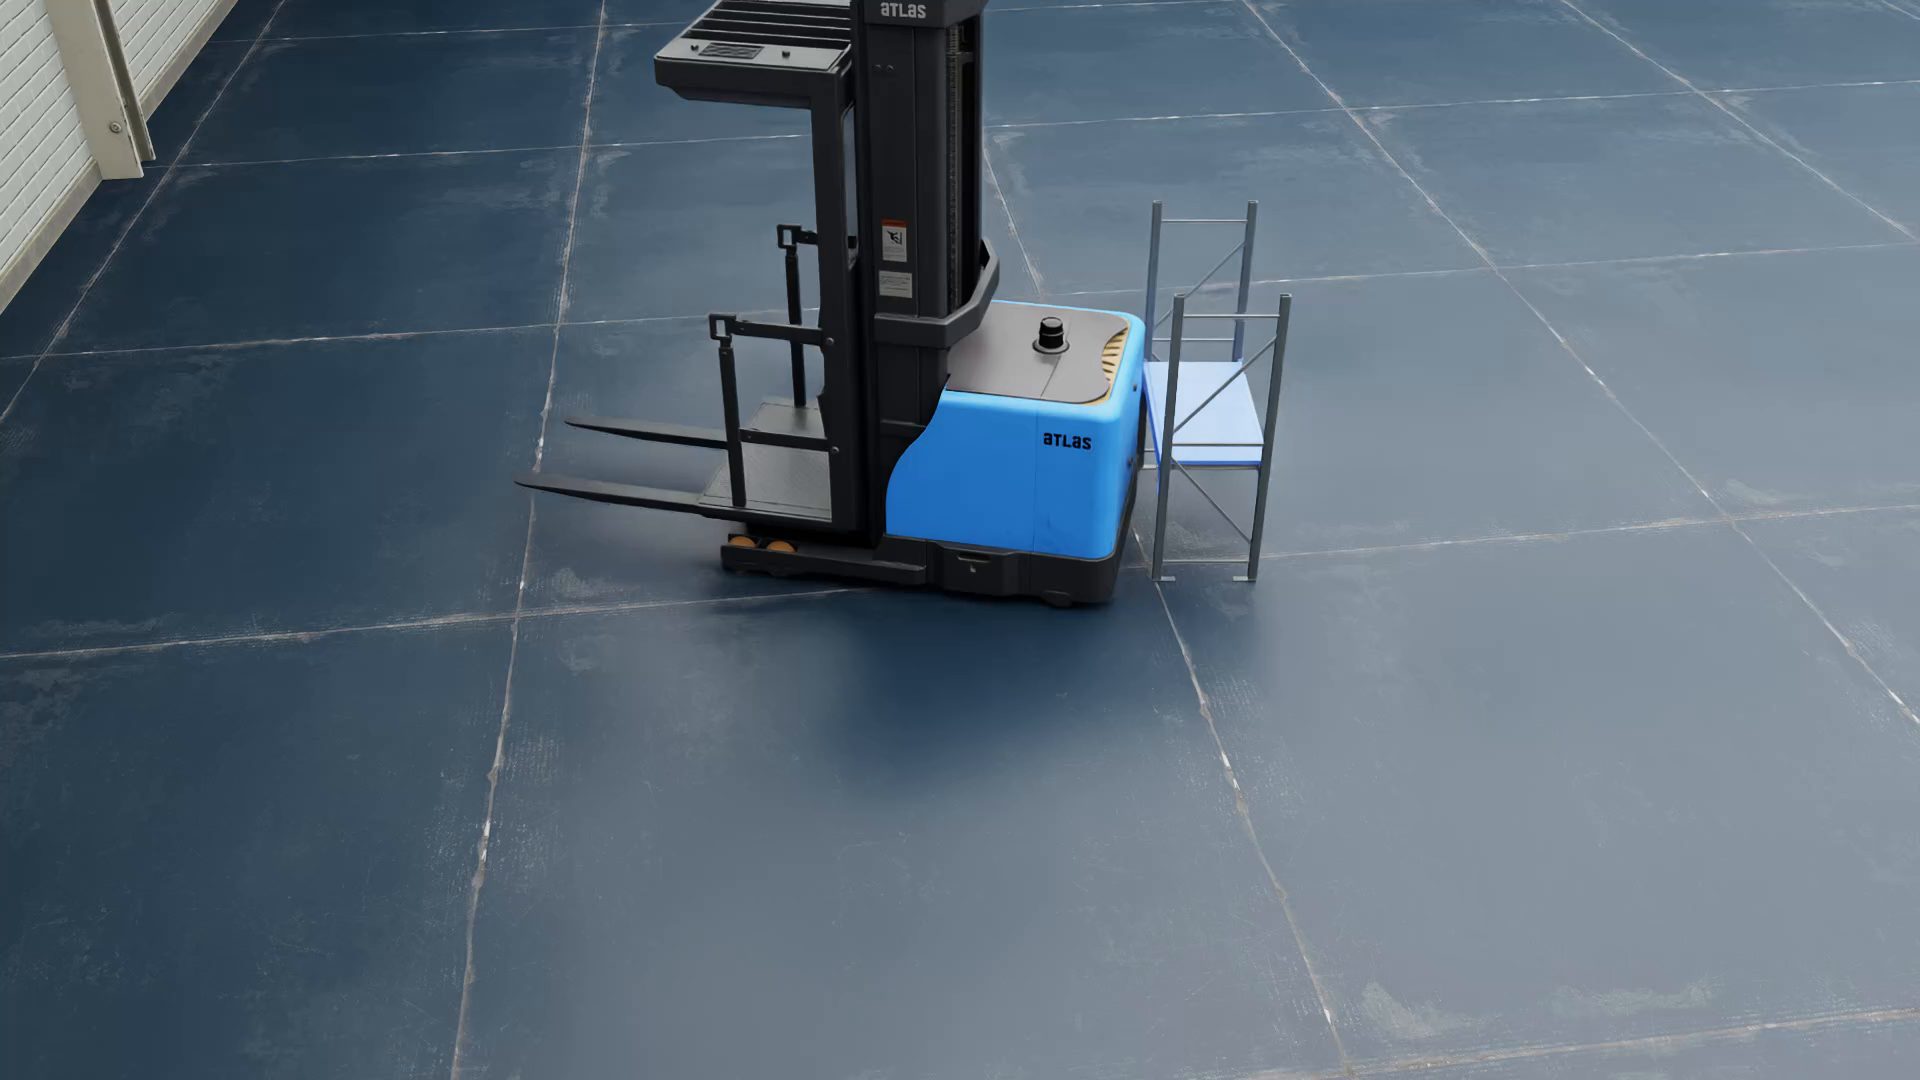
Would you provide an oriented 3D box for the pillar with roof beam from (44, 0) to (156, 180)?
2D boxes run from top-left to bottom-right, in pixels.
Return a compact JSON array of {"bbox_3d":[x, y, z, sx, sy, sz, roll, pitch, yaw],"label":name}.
[{"bbox_3d":[-1.882,-6.788,10.219,9.100,9.000,0.400,-4,35,-6],"label":"pillar with roof beam"}]

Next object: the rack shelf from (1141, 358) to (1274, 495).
[{"bbox_3d":[1.173,-0.568,8.070,0.538,0.185,1.000,0,34,0],"label":"rack shelf"}]

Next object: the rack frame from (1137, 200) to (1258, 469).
[{"bbox_3d":[1.176,-1.002,8.389,0.500,1.500,0.032,0,34,0],"label":"rack frame"}]

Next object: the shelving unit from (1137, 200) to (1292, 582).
[{"bbox_3d":[1.173,-0.716,7.969,0.538,1.500,1.048,0,34,0],"label":"shelving unit"}]

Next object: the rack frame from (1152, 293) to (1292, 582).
[{"bbox_3d":[1.170,-0.430,7.549,0.500,1.500,0.032,0,34,0],"label":"rack frame"}]

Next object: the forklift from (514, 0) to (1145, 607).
[{"bbox_3d":[-0.676,-1.319,7.583,3.031,2.935,1.130,7,35,10],"label":"forklift"}]
